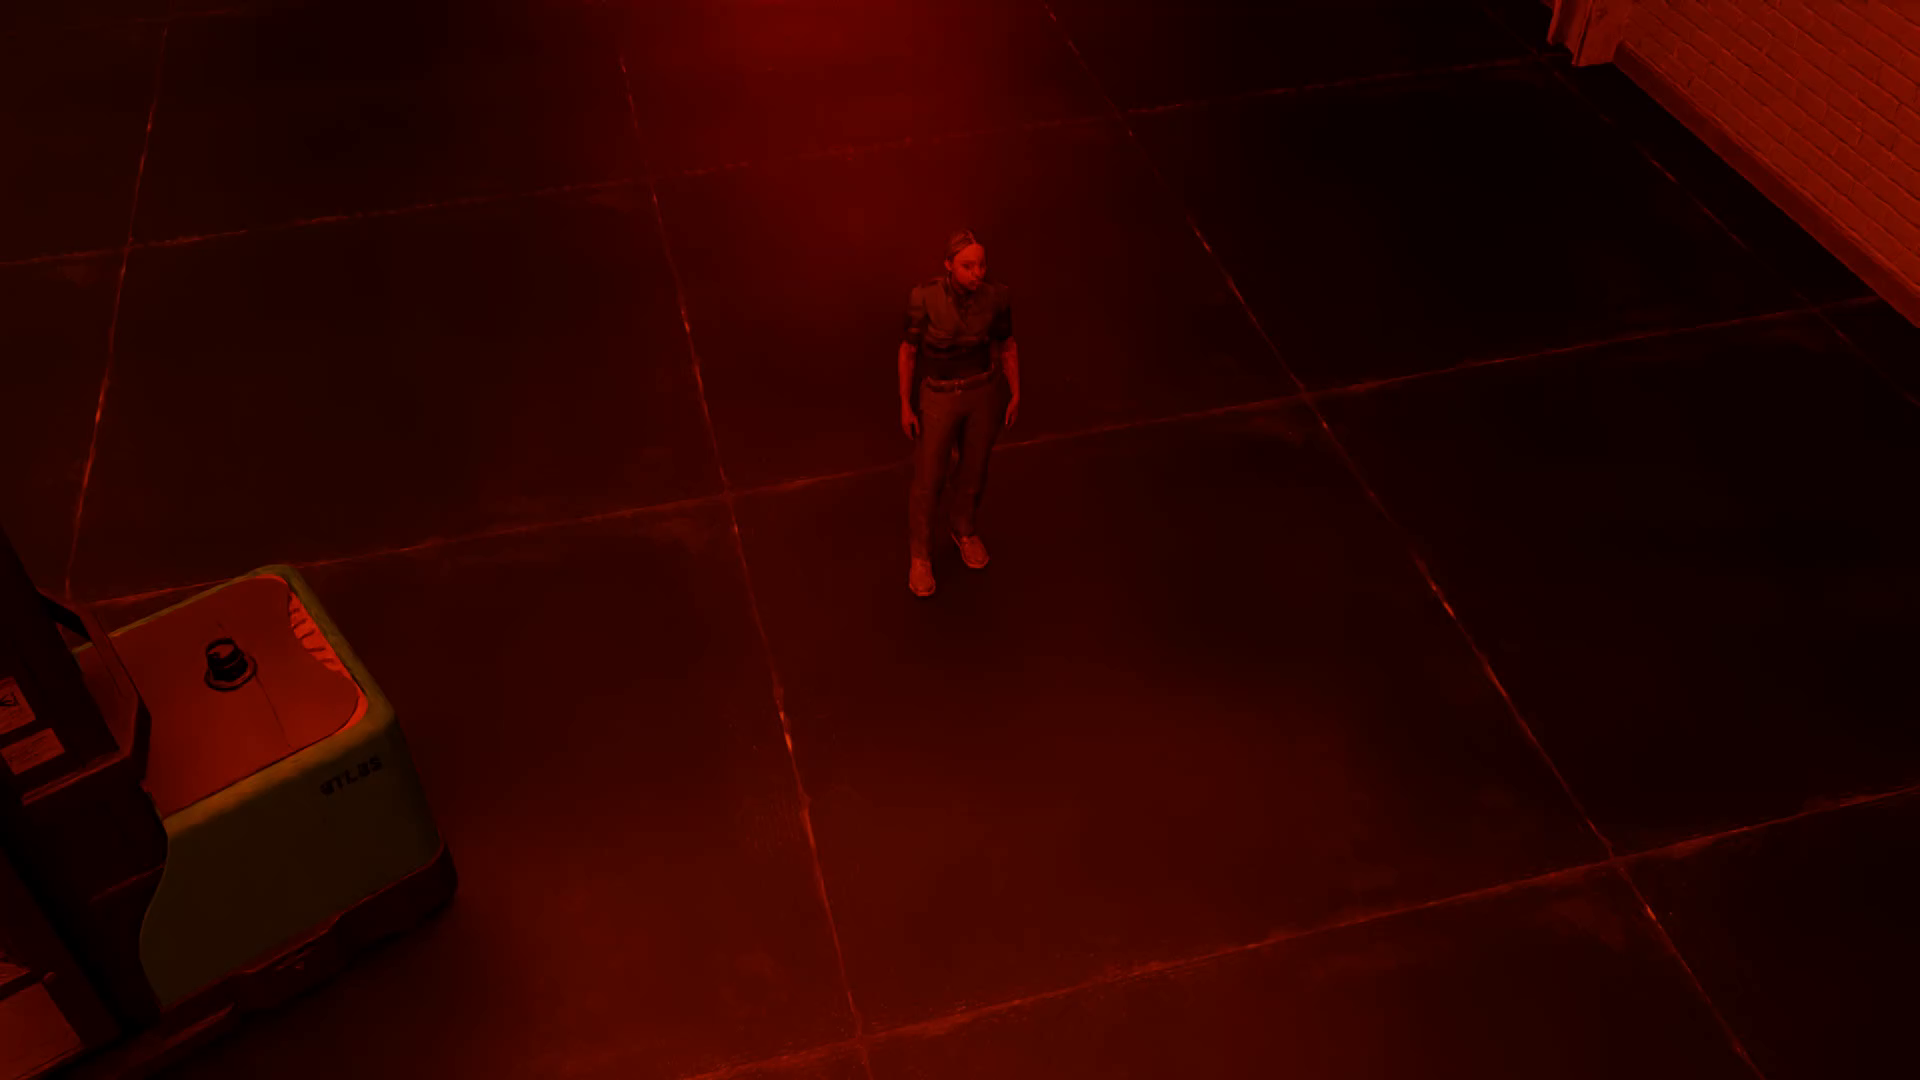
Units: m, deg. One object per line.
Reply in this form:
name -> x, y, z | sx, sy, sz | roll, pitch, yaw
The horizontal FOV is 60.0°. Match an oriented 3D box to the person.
person -> 0.004, -0.545, 7.141 | 0.570, 1.654, 0.503 | -10, 44, -11

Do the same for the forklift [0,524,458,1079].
forklift -> -3.377, 0.659, 4.948 | 3.031, 2.935, 1.130 | -28, 50, -27
